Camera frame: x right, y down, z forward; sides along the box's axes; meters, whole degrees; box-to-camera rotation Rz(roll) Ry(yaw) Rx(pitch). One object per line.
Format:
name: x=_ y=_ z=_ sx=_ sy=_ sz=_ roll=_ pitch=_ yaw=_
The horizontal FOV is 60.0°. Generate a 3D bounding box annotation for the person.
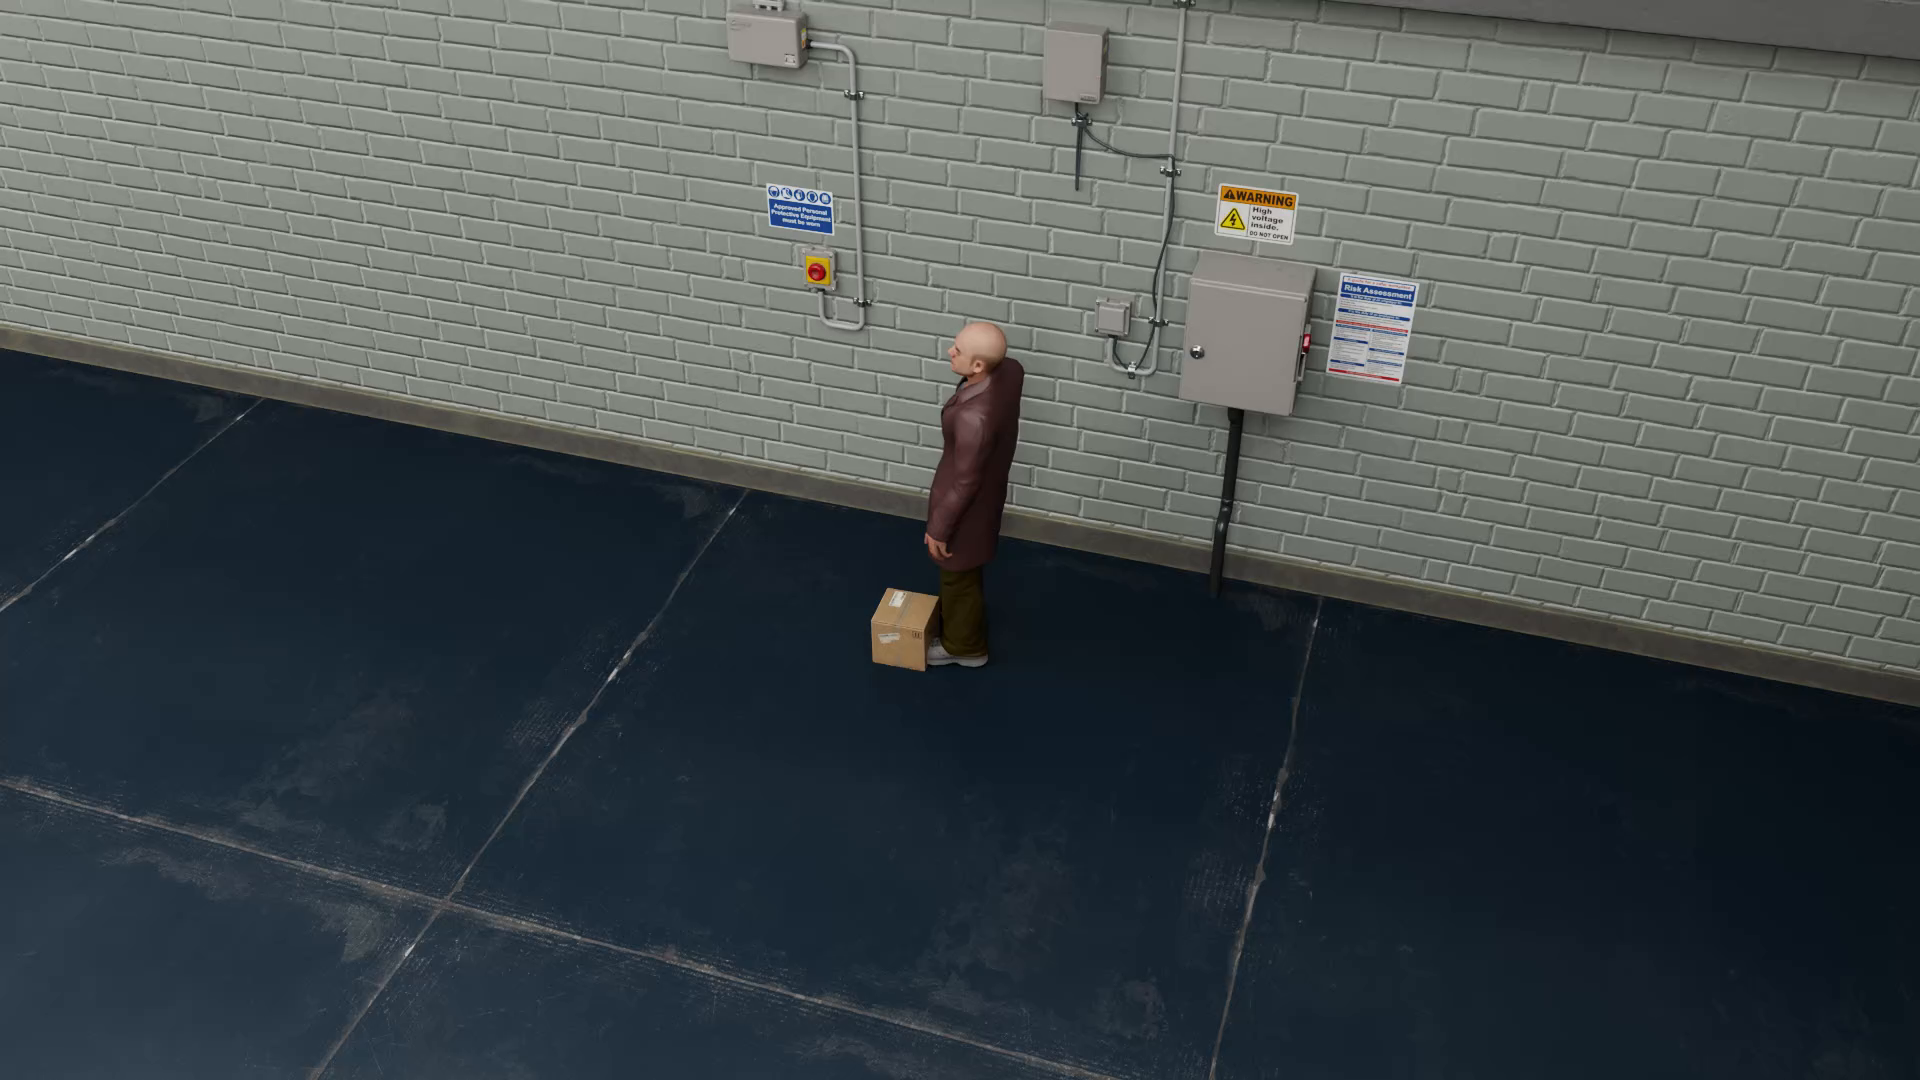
person: x=-0.057 y=-0.187 z=7.143 sx=0.579 sy=1.779 sz=0.696 roll=11 pitch=38 yaw=14
